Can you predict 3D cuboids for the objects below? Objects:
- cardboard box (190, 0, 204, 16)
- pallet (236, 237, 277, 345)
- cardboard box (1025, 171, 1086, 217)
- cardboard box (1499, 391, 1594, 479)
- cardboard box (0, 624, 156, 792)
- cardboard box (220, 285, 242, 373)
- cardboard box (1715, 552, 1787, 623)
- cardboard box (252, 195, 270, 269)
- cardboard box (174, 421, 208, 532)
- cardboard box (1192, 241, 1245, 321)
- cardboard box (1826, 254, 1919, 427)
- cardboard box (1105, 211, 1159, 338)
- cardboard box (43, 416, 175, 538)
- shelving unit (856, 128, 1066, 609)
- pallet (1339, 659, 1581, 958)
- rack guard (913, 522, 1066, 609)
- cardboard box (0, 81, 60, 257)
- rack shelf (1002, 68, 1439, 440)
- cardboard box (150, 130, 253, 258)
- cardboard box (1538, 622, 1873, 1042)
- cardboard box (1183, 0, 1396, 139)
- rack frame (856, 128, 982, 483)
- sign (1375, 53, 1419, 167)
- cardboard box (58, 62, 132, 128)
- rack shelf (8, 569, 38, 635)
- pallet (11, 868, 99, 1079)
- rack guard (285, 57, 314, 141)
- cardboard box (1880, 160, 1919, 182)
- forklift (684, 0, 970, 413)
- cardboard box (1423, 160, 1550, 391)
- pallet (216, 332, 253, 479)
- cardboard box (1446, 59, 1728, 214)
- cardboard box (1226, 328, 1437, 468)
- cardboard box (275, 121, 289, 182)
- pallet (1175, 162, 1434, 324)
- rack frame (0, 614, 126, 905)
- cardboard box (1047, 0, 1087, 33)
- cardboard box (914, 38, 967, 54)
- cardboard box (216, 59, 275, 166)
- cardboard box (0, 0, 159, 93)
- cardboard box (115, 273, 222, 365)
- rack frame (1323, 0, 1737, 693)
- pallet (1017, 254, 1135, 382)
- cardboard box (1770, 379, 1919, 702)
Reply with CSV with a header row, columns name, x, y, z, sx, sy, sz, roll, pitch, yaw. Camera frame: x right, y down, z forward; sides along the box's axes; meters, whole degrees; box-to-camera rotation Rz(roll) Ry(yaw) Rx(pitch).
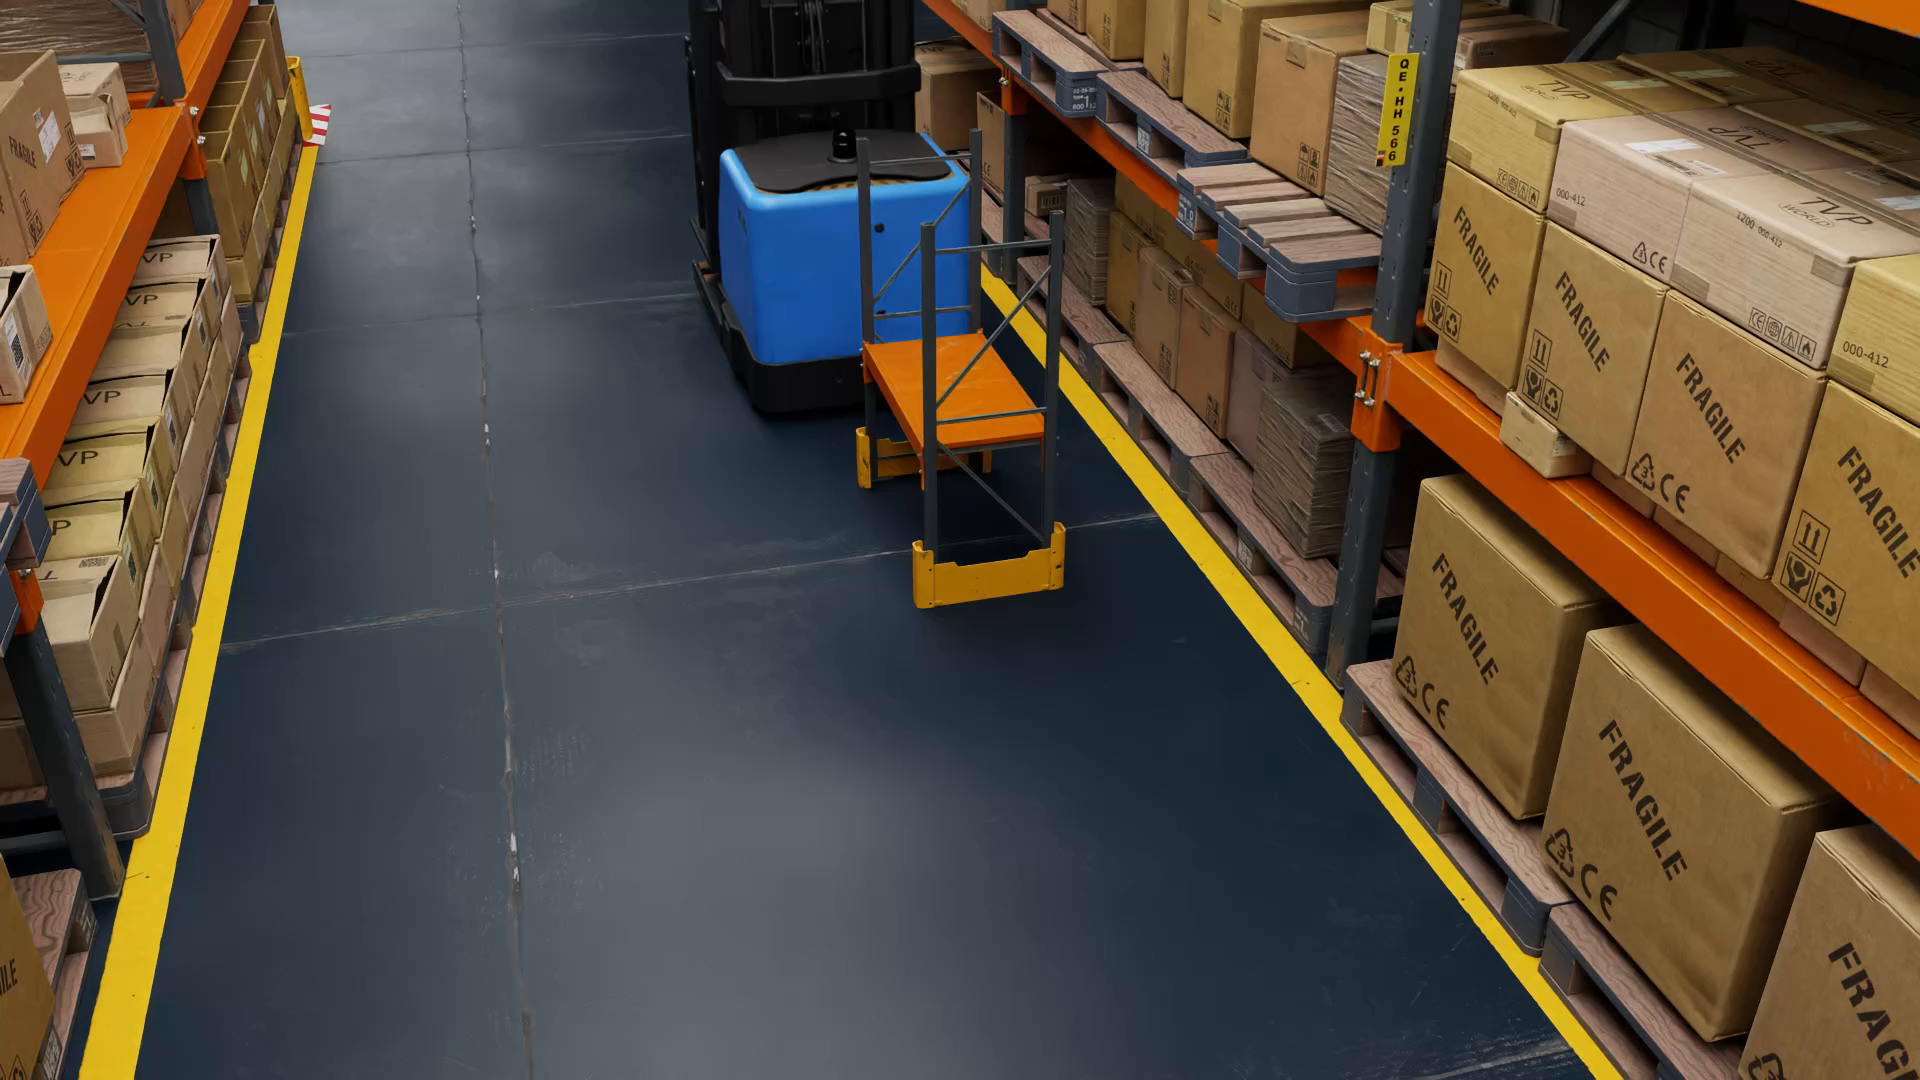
name,x,y,z,sx,sy,sz,roll,pitch,yaw
cardboard box,-4.579,-3.130,9.064,0.700,0.500,0.500,-7,31,-12
pallet,-4.213,-1.312,8.807,1.003,0.211,1.213,-8,31,-13
cardboard box,0.562,-2.009,9.615,0.380,0.166,0.250,-12,32,-20
cardboard box,1.706,-0.306,4.515,0.380,0.149,0.250,-7,31,-12
cardboard box,-2.836,0.519,5.185,0.500,0.250,0.500,-8,31,-13
cardboard box,-3.652,-0.960,7.739,0.500,0.250,0.500,-8,31,-14
cardboard box,2.027,0.050,3.901,0.380,0.149,0.250,-7,31,-13
cardboard box,-4.001,-1.628,8.893,0.500,0.250,0.500,-8,31,-13
cardboard box,-3.250,-0.222,6.465,0.500,0.250,0.500,-7,31,-12
cardboard box,1.321,-1.163,7.073,0.500,0.250,0.500,-8,31,-14
cardboard box,2.088,-0.364,3.219,0.500,0.250,0.500,-8,31,-14
cardboard box,1.130,-1.302,8.062,0.700,0.500,0.500,-8,31,-14
cardboard box,-3.117,-0.223,5.907,0.500,0.311,0.500,-9,31,-15
shelving unit,-0.020,-0.686,6.438,0.587,1.500,1.083,-8,31,-13
pallet,1.931,0.740,5.262,1.003,0.211,1.213,-8,31,-13
rack guard,0.112,0.096,6.335,0.587,0.250,0.087,-8,31,-13
cardboard box,-3.581,-1.303,5.908,0.500,0.500,0.500,-8,31,-13
rack shelf,1.264,-1.513,7.087,1.077,0.370,4.000,-8,31,-13
cardboard box,-3.863,-1.711,8.289,0.500,0.500,0.500,-8,31,-13
cardboard box,2.090,0.687,4.295,0.750,0.750,0.750,-8,31,-14
cardboard box,1.308,-1.916,6.527,0.700,0.500,0.500,-8,31,-13
rack frame,-0.158,-0.936,6.870,0.500,1.500,0.032,-8,31,-13
sign,1.274,-1.248,4.835,0.100,0.325,0.005,-8,31,-13
cardboard box,-3.869,-1.833,7.072,0.500,0.250,0.500,-6,31,-10
rack shelf,-2.449,1.080,2.608,1.077,0.370,4.000,-8,31,-13
pallet,-2.819,1.375,4.164,1.003,0.211,1.213,-8,31,-13
rack guard,-5.110,-2.991,11.419,1.175,0.500,0.348,-8,31,-13
cardboard box,2.432,-0.680,3.765,0.500,0.250,0.500,-9,31,-15
forklift,-0.829,-2.577,8.276,1.130,2.935,3.031,-8,31,-14
cardboard box,1.677,-0.770,4.669,0.500,0.500,0.500,-7,31,-12
pallet,-3.809,-0.572,7.528,1.003,0.211,1.213,-8,31,-13
cardboard box,1.674,-1.096,4.484,0.500,0.250,0.500,-7,31,-12
cardboard box,1.529,-0.572,6.799,0.700,0.500,0.500,-8,31,-13
cardboard box,-4.398,-2.352,10.145,0.500,0.250,0.500,-8,31,-13
pallet,1.503,-1.105,5.856,1.213,0.211,1.003,-8,31,-13
rack frame,-2.980,-0.198,4.097,1.000,3.000,0.127,-8,31,-13
cardboard box,0.835,-2.773,8.008,0.700,0.500,0.500,-8,31,-13
cardboard box,-0.232,-3.402,11.879,0.500,0.311,0.500,-11,32,-19
cardboard box,-4.263,-2.436,9.541,0.500,0.500,0.500,-8,31,-13
cardboard box,-4.166,-2.386,7.779,0.700,0.500,0.500,-9,31,-15
cardboard box,-3.514,-0.956,7.173,0.500,0.311,0.500,-7,31,-12
rack frame,1.795,-0.858,5.238,1.000,3.000,0.127,-8,31,-13
pallet,0.941,-1.207,8.625,1.003,0.211,1.213,-8,31,-13
cardboard box,2.083,-0.026,3.383,0.500,0.500,0.500,-7,31,-12
